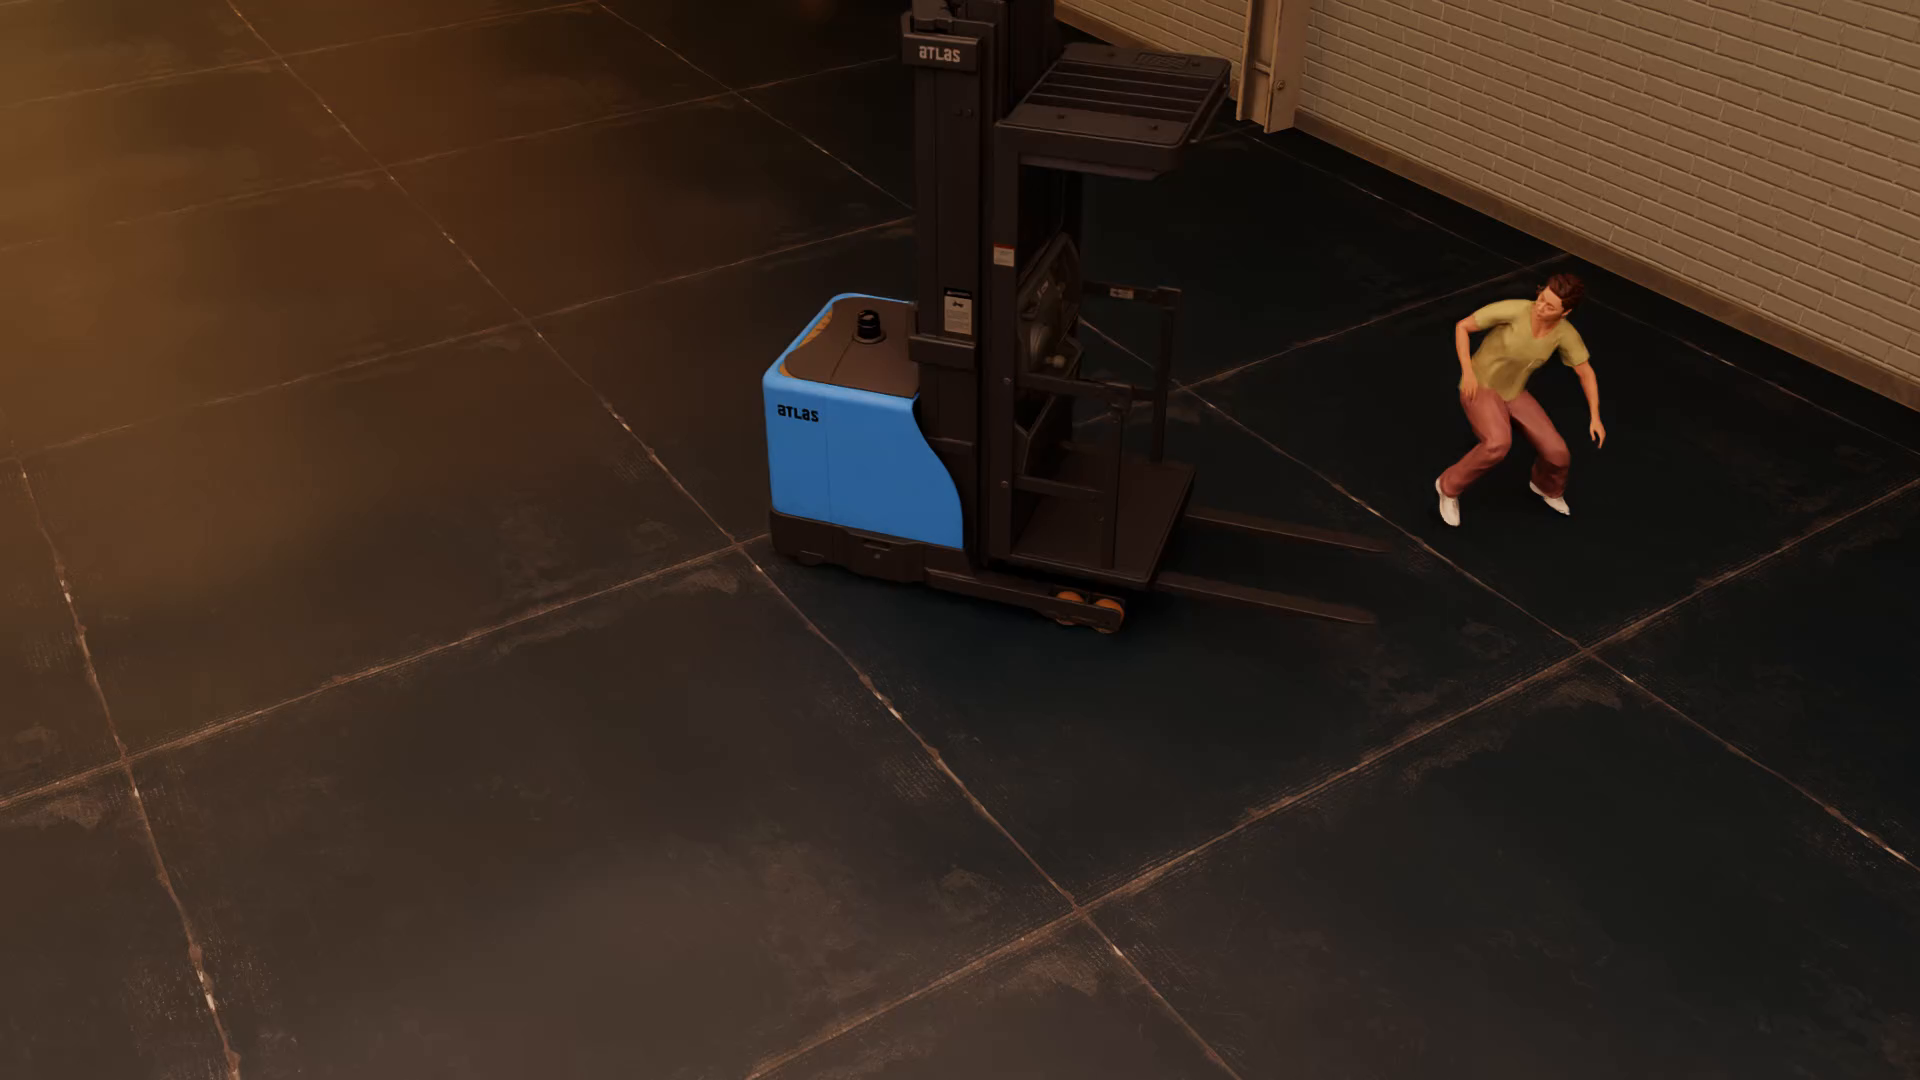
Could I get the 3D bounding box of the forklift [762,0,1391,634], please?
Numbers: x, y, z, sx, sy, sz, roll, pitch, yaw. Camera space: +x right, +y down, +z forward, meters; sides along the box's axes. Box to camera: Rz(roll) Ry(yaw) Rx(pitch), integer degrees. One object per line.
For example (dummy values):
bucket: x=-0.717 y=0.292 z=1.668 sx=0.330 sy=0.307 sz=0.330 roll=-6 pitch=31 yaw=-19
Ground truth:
forklift: x=0.606 y=-1.091 z=7.701 sx=3.031 sy=2.935 sz=1.130 roll=11 pitch=37 yaw=15

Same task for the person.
person: x=2.884 y=-0.713 z=8.520 sx=0.793 sy=1.446 sz=0.596 roll=-6 pitch=36 yaw=-9
